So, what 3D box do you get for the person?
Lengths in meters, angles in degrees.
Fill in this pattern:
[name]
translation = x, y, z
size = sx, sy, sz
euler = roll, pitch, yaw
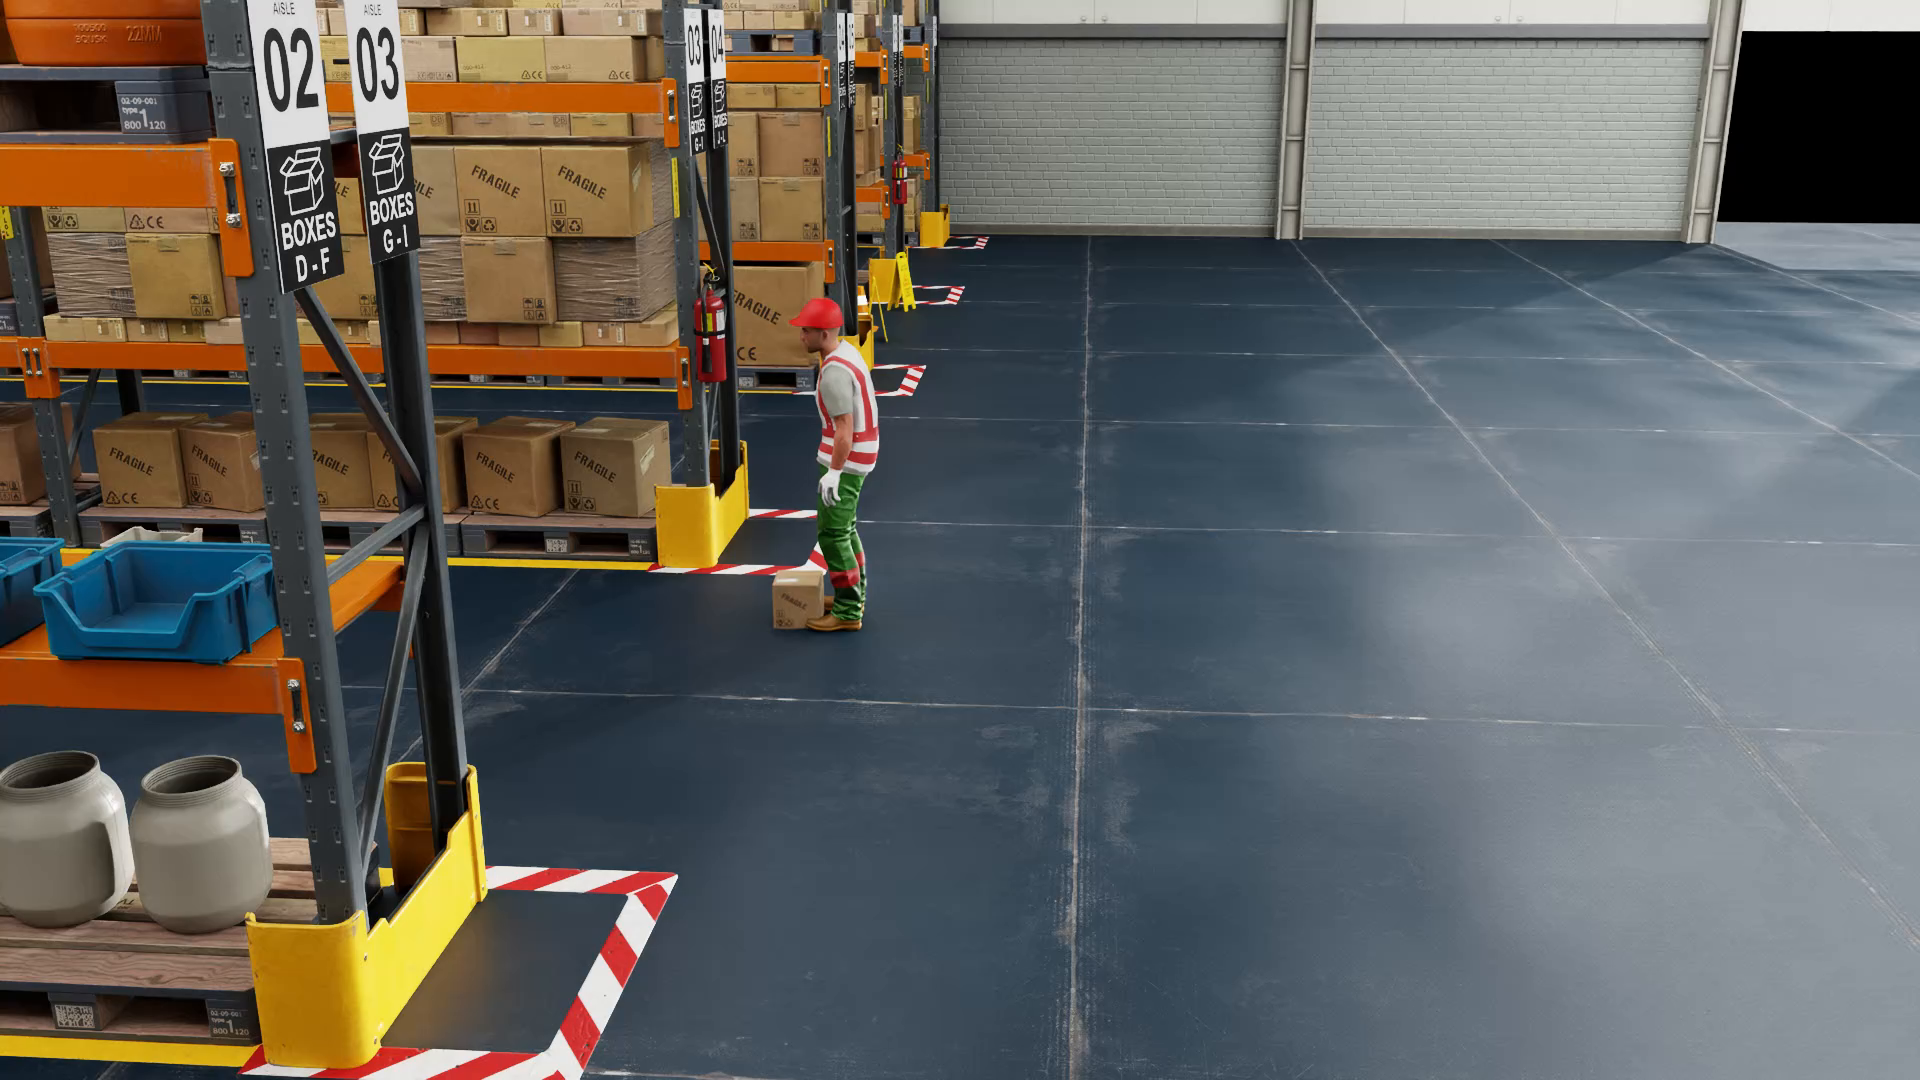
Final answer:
[person]
translation = -0.655, -0.399, 8.805
size = 0.451, 1.777, 0.610
euler = 0, 17, 1
